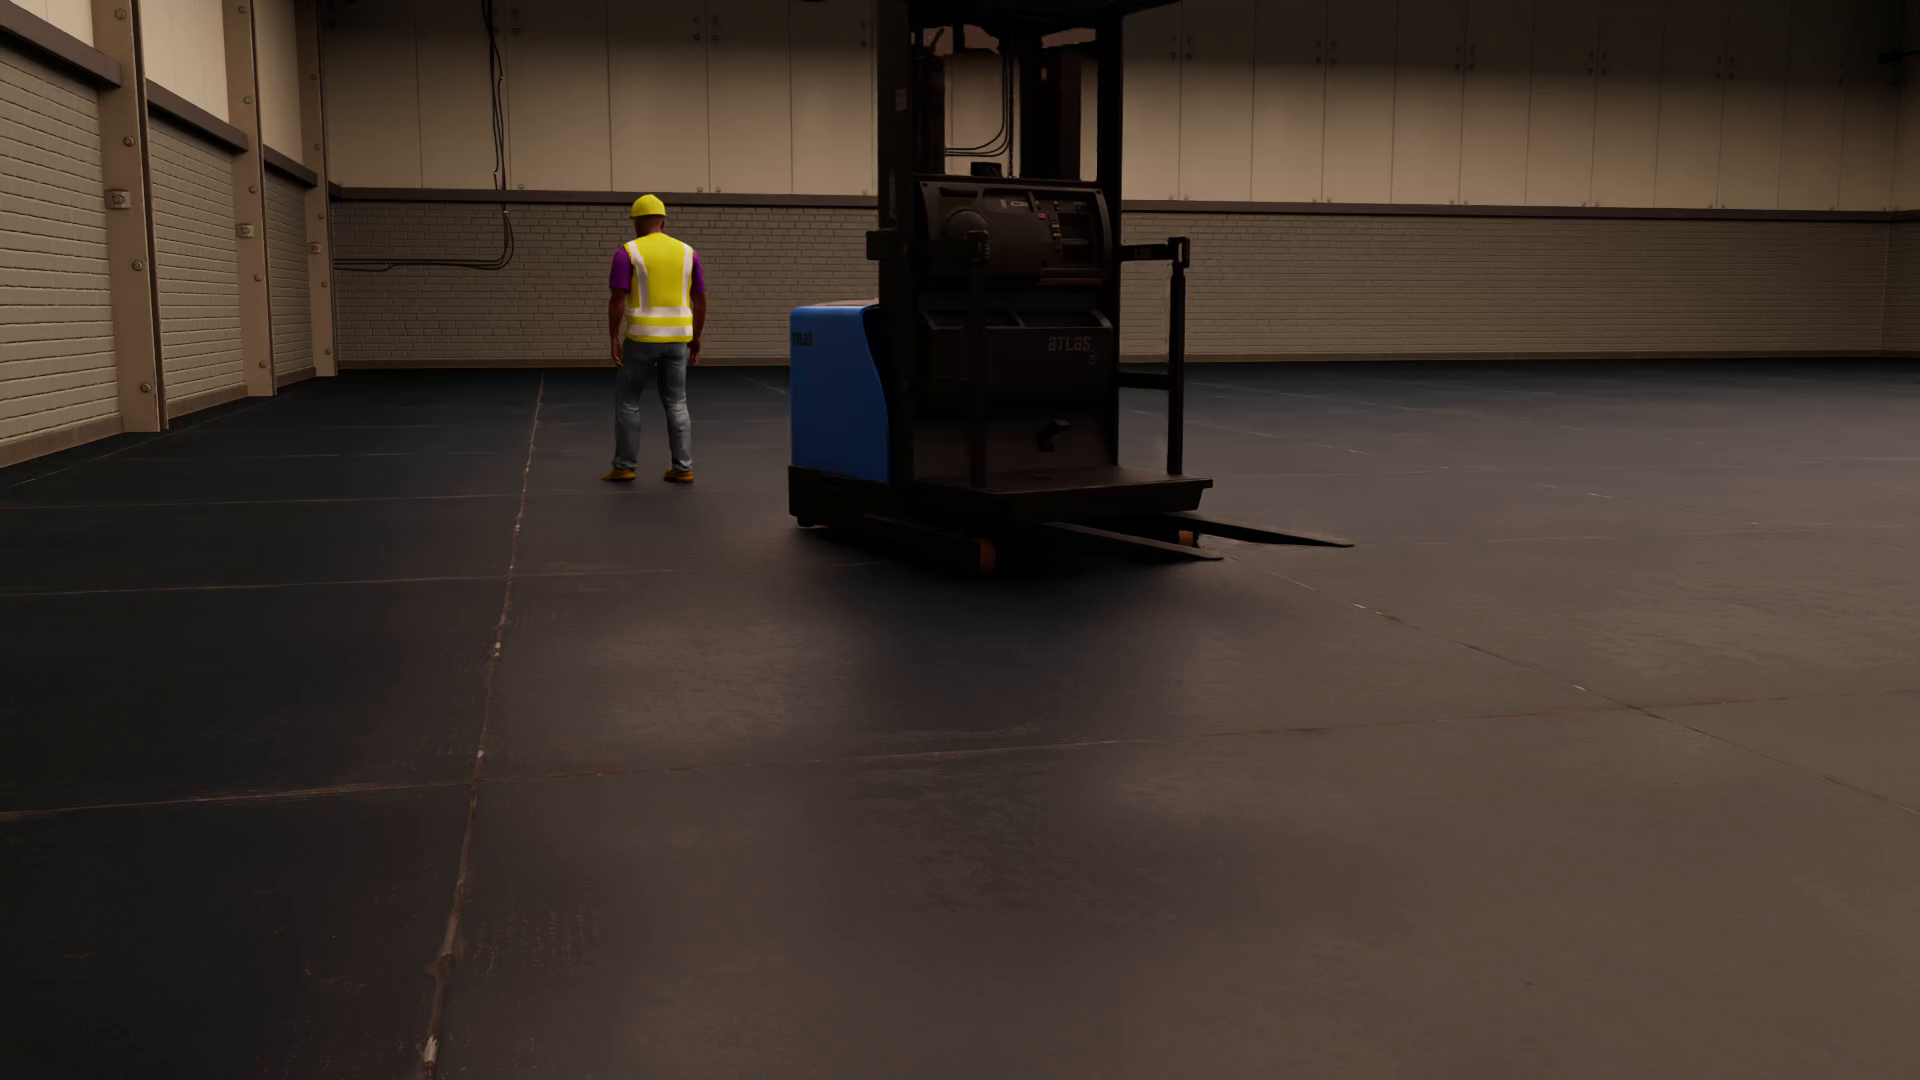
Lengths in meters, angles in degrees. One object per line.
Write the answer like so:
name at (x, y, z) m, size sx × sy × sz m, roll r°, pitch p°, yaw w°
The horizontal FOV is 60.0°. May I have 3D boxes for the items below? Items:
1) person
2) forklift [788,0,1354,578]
person at (-1.901, -1.232, 10.311) m, size 0.656 × 1.783 × 0.525 m, roll -5°, pitch 9°, yaw -32°
forklift at (0.356, -1.371, 6.926) m, size 1.130 × 2.935 × 3.031 m, roll -5°, pitch 9°, yaw -31°
